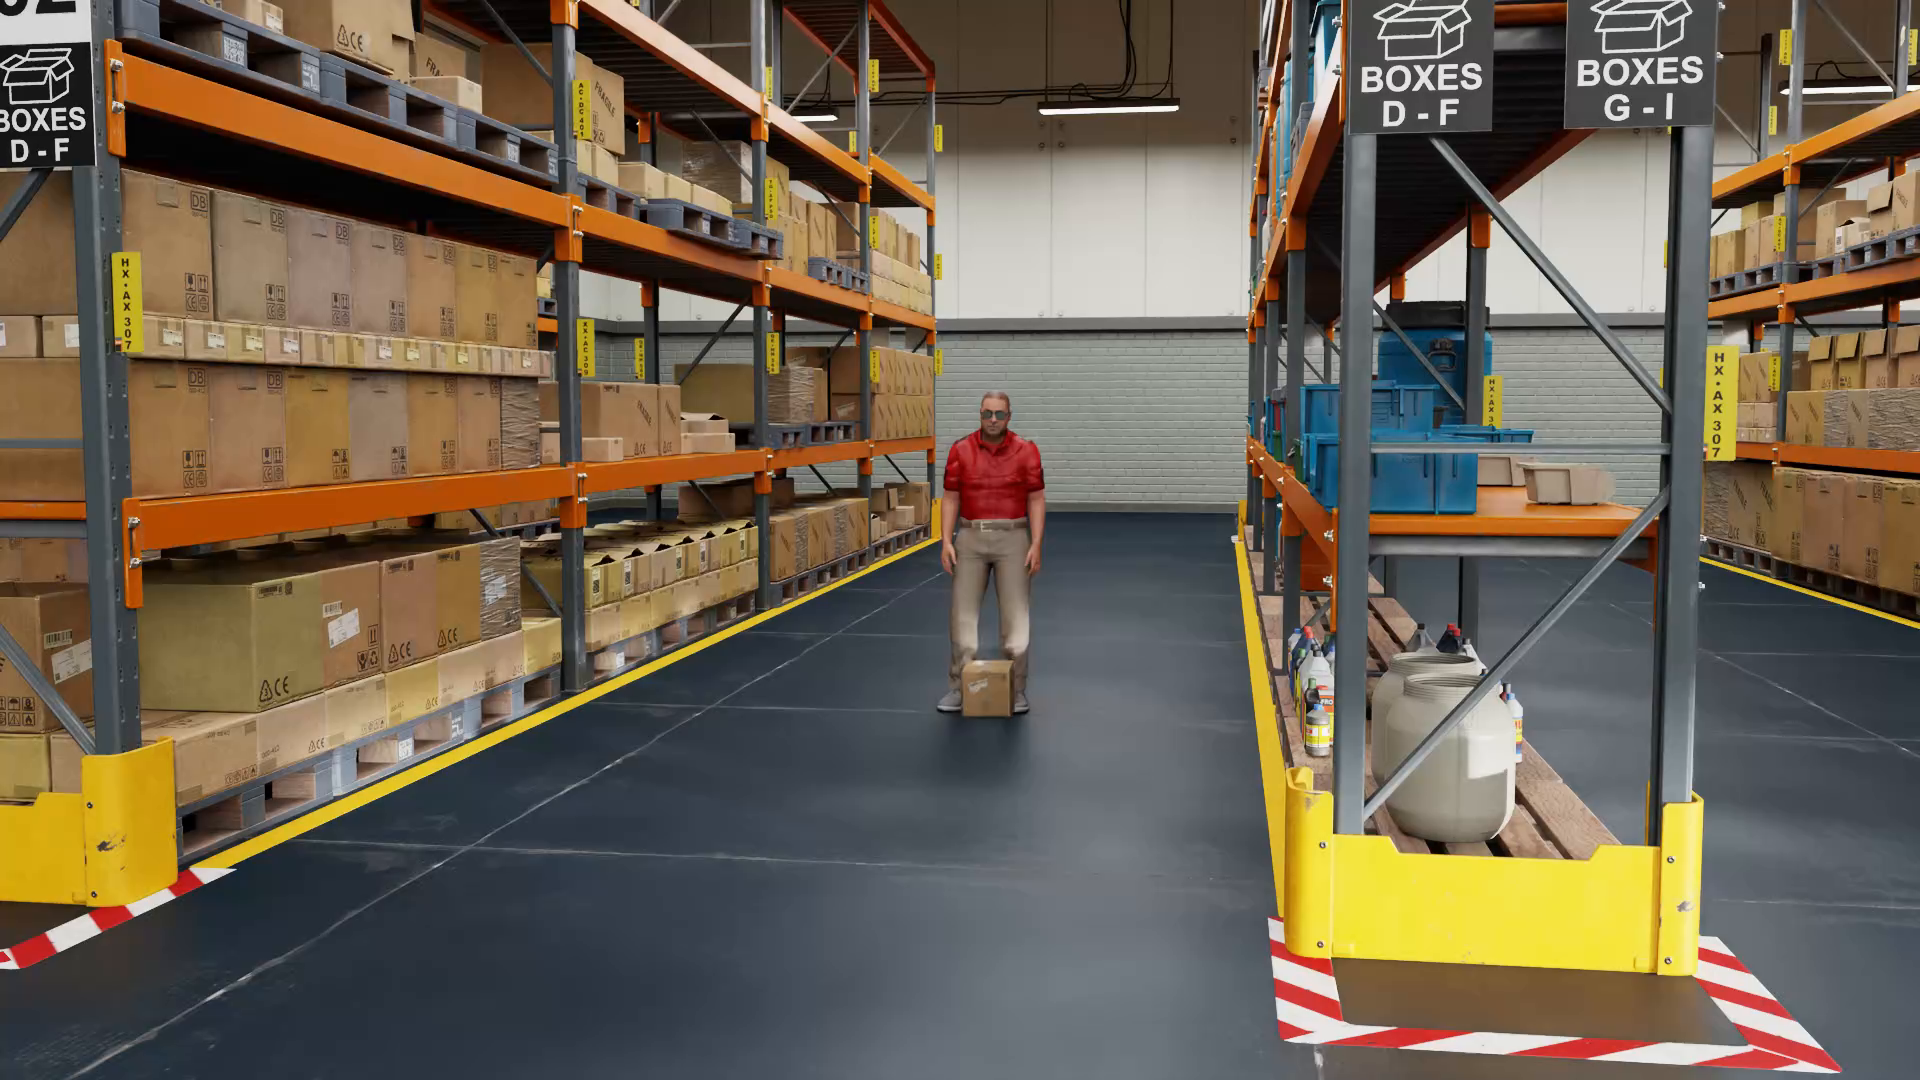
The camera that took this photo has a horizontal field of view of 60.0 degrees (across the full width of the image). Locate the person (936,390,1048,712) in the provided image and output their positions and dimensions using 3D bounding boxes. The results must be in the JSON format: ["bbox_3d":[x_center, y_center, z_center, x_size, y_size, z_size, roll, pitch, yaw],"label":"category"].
[{"bbox_3d":[0.178,0.056,9.008,0.589,1.726,0.389,1,4,8],"label":"person"}]
